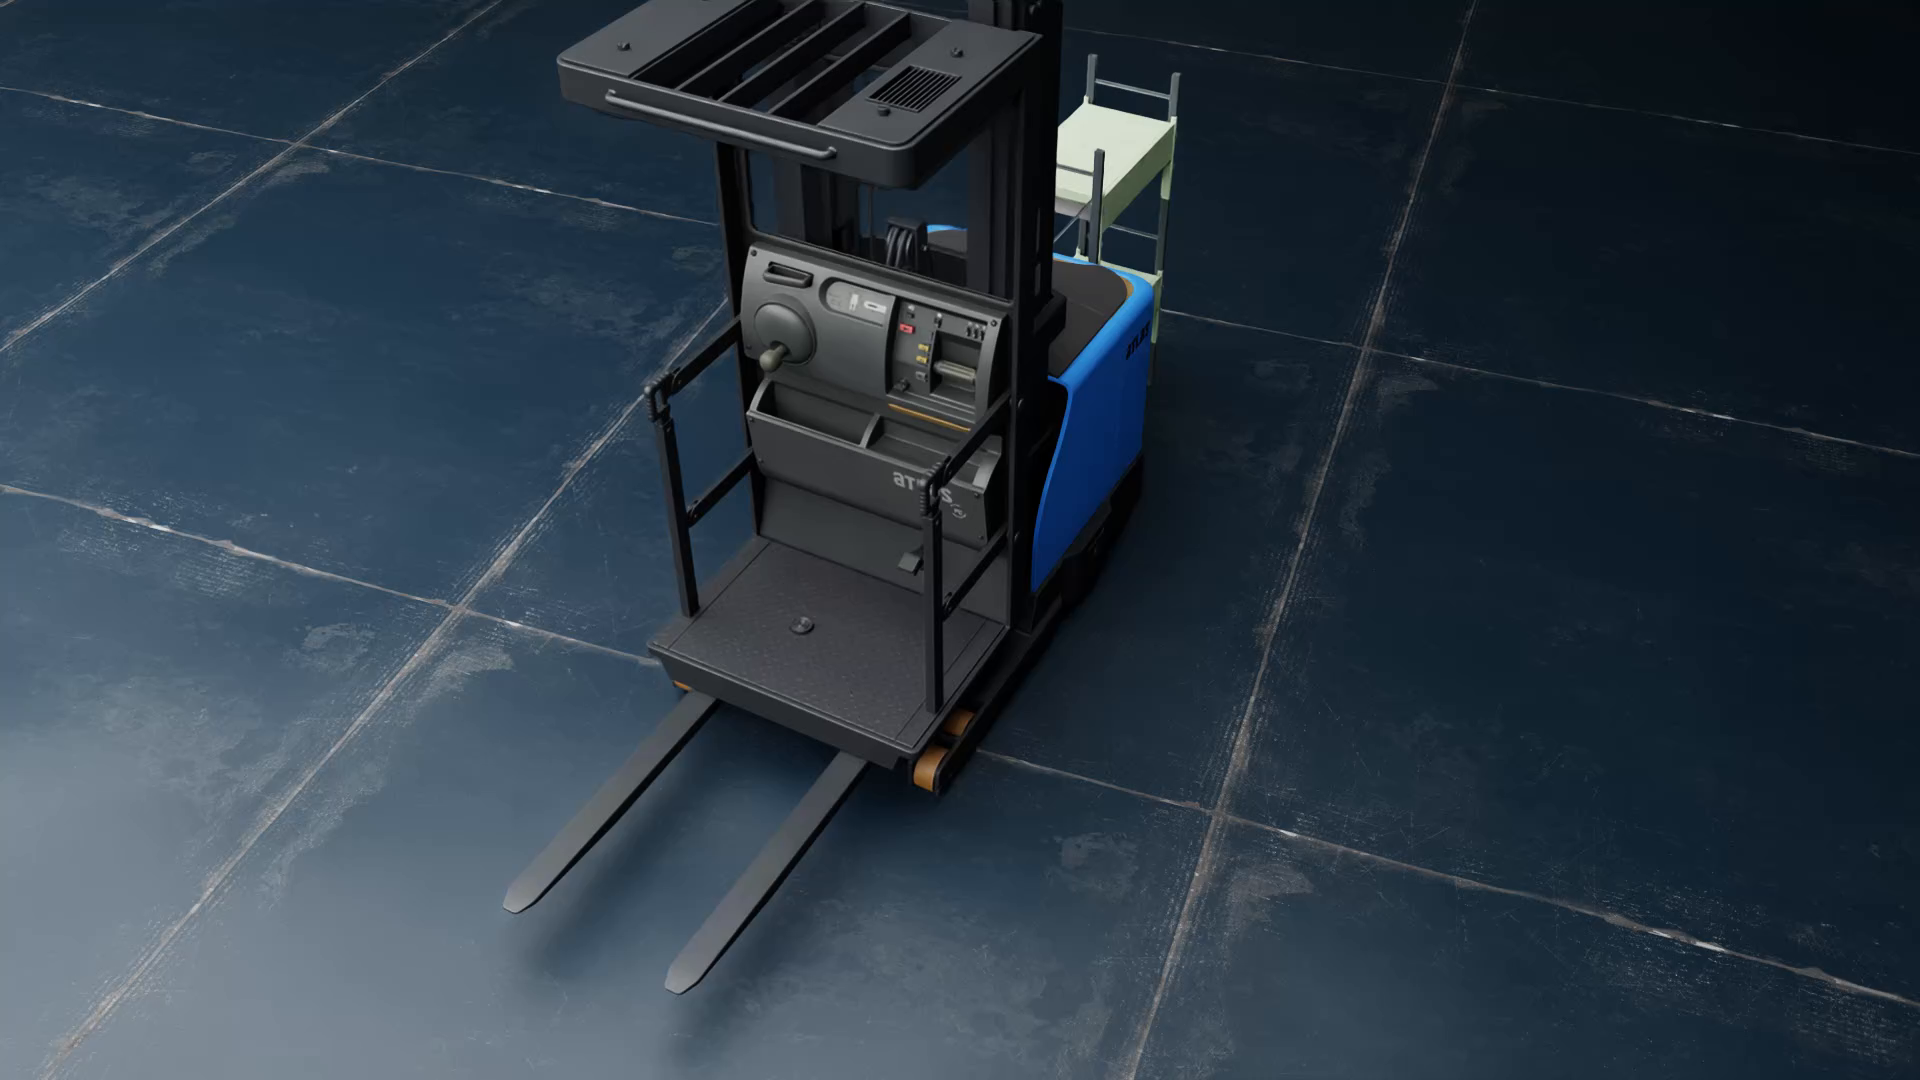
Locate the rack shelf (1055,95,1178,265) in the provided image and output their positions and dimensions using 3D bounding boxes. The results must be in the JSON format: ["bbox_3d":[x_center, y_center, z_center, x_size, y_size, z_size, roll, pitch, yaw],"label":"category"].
[{"bbox_3d":[0.527,-1.426,6.664,0.431,0.370,0.720,19,44,21],"label":"rack shelf"}]

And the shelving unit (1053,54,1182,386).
[{"bbox_3d":[0.527,-1.129,6.917,0.431,1.500,0.755,19,44,21],"label":"shelving unit"}]

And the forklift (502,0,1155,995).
[{"bbox_3d":[-0.394,-0.585,5.178,1.130,2.935,3.031,19,44,21],"label":"forklift"}]

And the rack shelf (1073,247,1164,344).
[{"bbox_3d":[0.527,-0.881,7.129,0.431,0.370,0.720,19,44,21],"label":"rack shelf"}]

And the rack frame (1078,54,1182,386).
[{"bbox_3d":[0.700,-1.338,7.163,0.400,1.500,0.023,19,44,21],"label":"rack frame"}]

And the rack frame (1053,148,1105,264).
[{"bbox_3d":[0.353,-0.919,6.672,0.400,1.500,0.023,19,44,21],"label":"rack frame"}]
